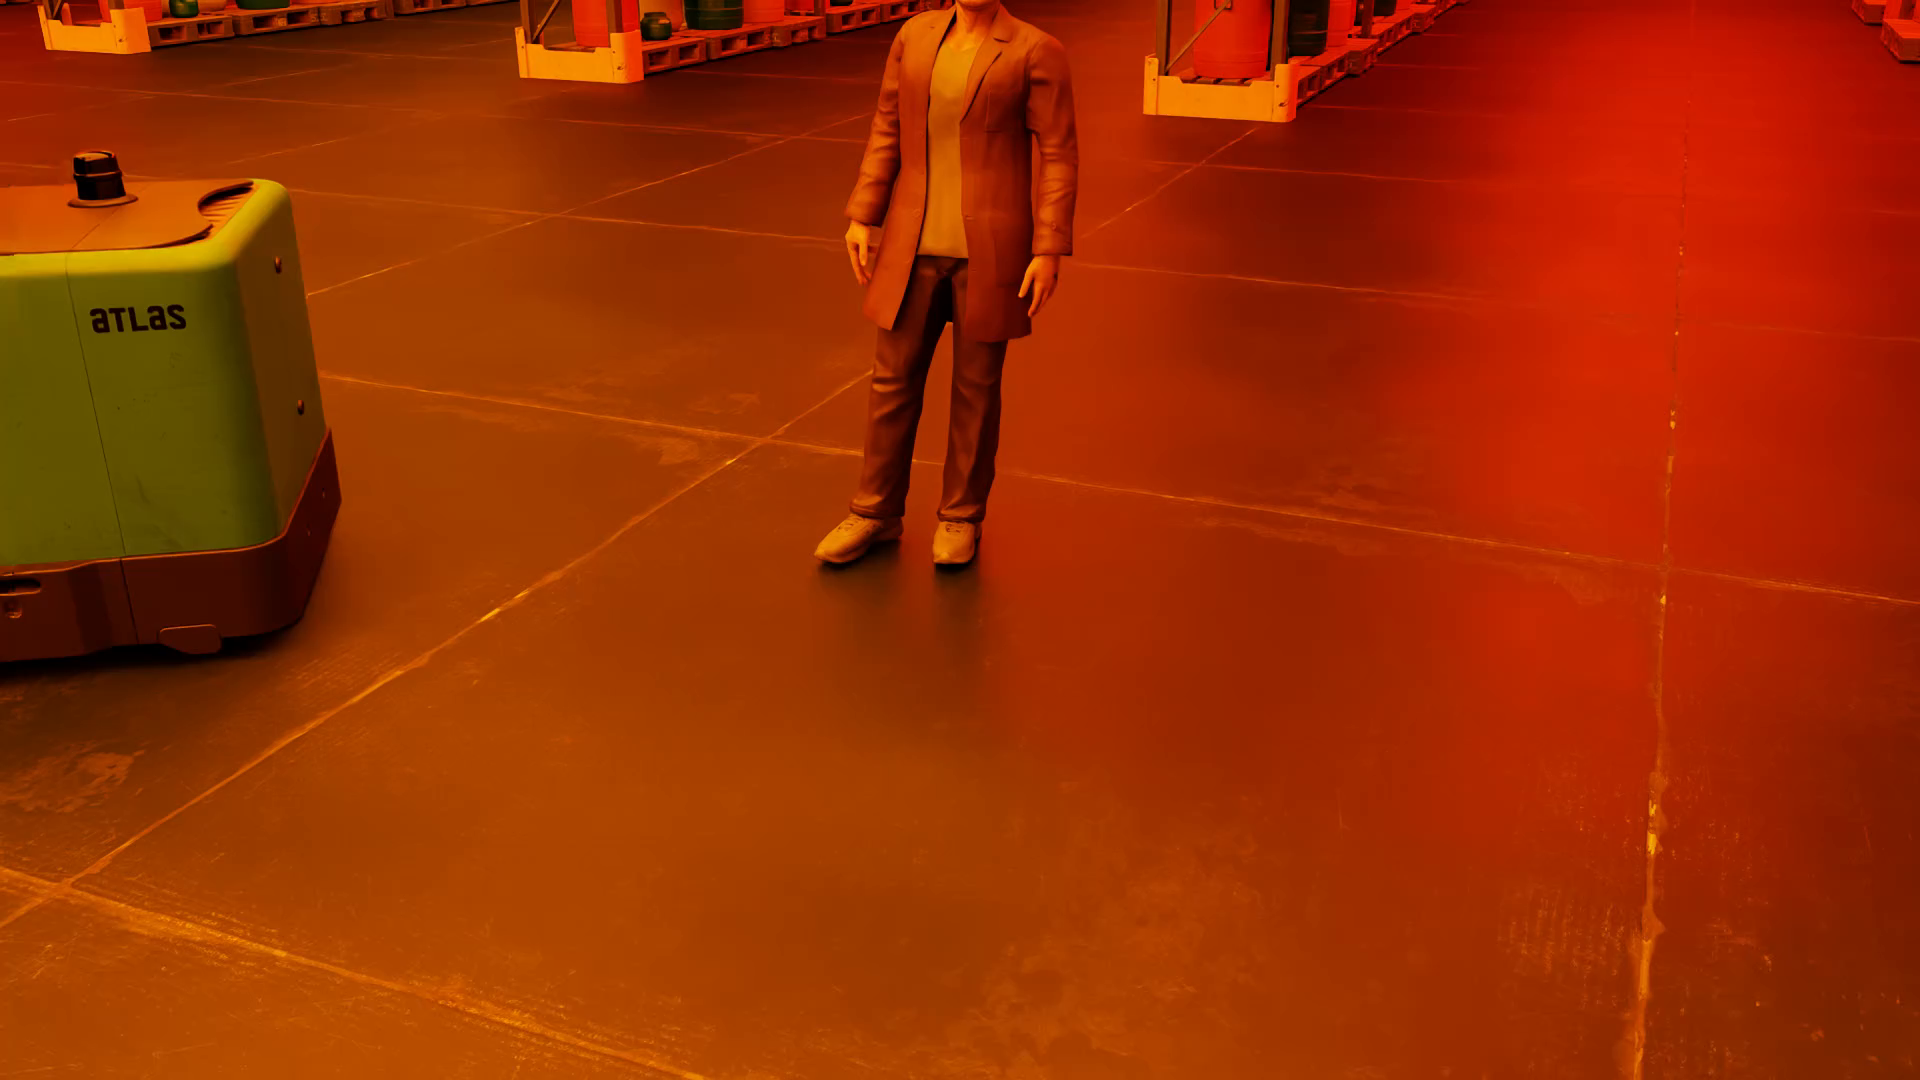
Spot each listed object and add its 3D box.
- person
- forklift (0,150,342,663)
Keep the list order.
[{"bbox_3d":[-0.039,-0.794,4.670,0.696,1.777,0.579,9,24,21],"label":"person"},{"bbox_3d":[-3.324,-1.124,3.981,3.031,2.935,1.130,-5,23,-11],"label":"forklift"}]
